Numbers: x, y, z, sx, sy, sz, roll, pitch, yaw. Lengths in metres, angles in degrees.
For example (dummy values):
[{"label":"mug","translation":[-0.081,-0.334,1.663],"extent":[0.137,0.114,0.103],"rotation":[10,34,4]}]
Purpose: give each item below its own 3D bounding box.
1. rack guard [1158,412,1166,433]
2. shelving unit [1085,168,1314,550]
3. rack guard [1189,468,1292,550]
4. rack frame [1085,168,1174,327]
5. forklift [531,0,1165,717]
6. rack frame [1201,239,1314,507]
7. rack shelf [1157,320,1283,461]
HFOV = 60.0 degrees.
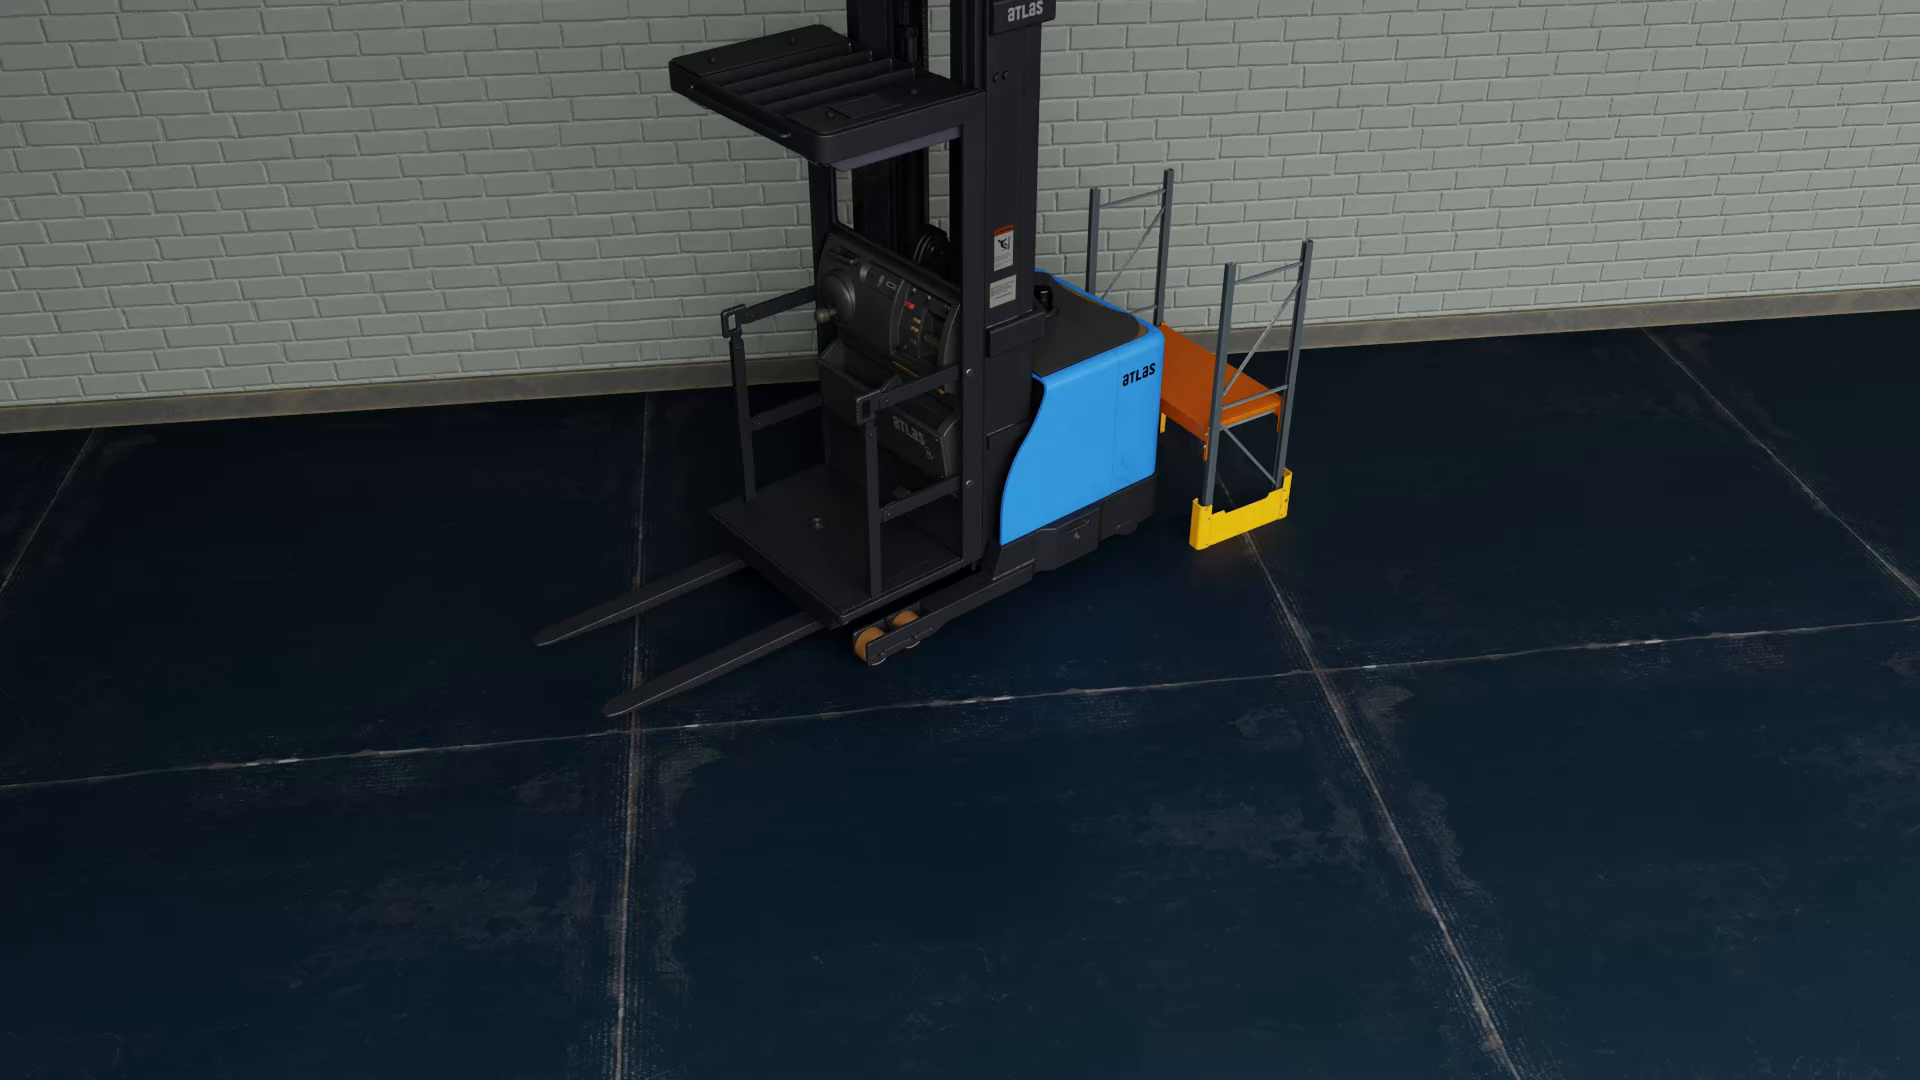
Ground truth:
[{"label":"rack guard","translation":[0.862,-0.633,8.957],"extent":[0.587,0.250,0.087],"rotation":[-20,39,-26]},{"label":"shelving unit","translation":[1.128,-0.912,8.257],"extent":[0.587,1.500,1.083],"rotation":[-20,39,-26]},{"label":"rack guard","translation":[1.395,-0.159,8.262],"extent":[0.587,0.250,0.087],"rotation":[-20,39,-26]},{"label":"rack frame","translation":[0.851,-1.159,8.618],"extent":[0.500,1.500,0.032],"rotation":[-20,39,-26]},{"label":"forklift","translation":[-0.482,-0.989,7.099],"extent":[3.031,2.935,1.130],"rotation":[-25,41,-32]},{"label":"rack frame","translation":[1.396,-0.675,7.909],"extent":[0.500,1.500,0.032],"rotation":[-20,39,-26]},{"label":"rack shelf","translation":[1.123,-0.768,8.365],"extent":[0.538,0.185,1.000],"rotation":[-20,39,-26]}]
